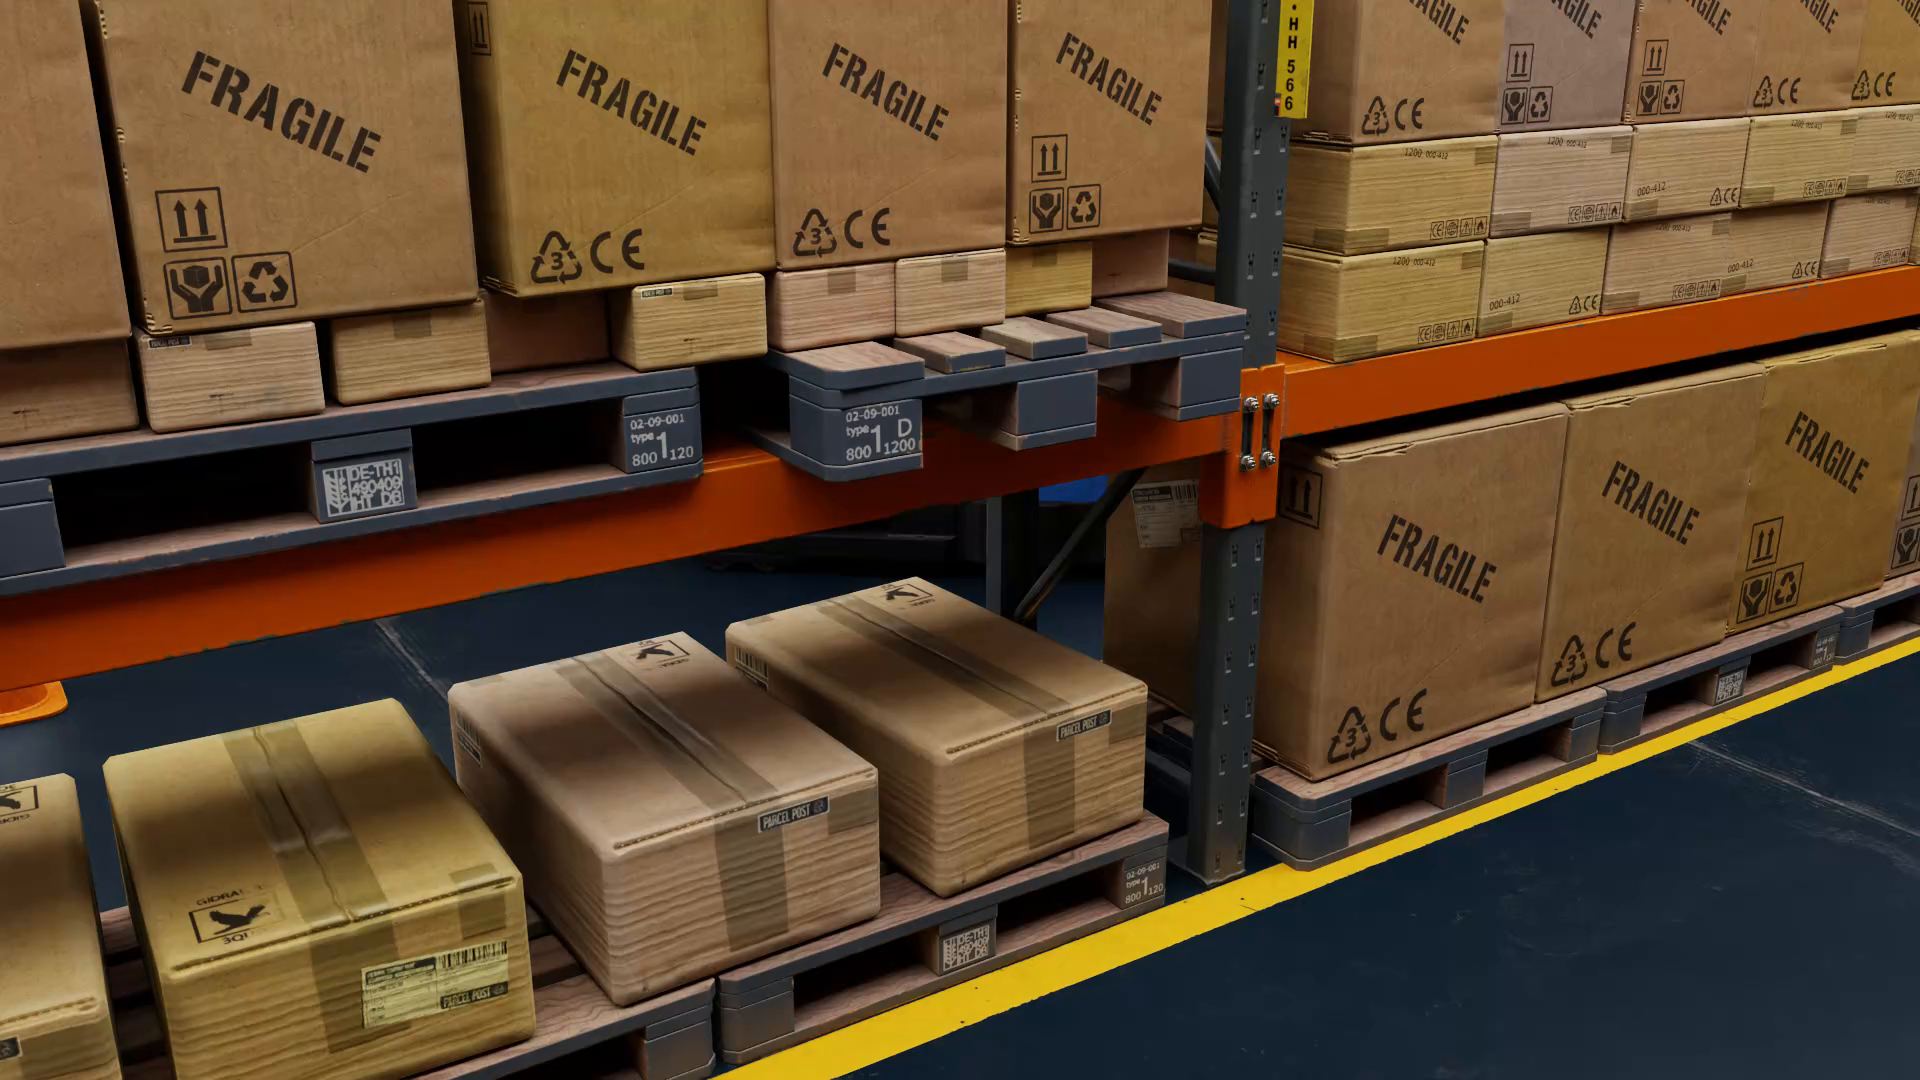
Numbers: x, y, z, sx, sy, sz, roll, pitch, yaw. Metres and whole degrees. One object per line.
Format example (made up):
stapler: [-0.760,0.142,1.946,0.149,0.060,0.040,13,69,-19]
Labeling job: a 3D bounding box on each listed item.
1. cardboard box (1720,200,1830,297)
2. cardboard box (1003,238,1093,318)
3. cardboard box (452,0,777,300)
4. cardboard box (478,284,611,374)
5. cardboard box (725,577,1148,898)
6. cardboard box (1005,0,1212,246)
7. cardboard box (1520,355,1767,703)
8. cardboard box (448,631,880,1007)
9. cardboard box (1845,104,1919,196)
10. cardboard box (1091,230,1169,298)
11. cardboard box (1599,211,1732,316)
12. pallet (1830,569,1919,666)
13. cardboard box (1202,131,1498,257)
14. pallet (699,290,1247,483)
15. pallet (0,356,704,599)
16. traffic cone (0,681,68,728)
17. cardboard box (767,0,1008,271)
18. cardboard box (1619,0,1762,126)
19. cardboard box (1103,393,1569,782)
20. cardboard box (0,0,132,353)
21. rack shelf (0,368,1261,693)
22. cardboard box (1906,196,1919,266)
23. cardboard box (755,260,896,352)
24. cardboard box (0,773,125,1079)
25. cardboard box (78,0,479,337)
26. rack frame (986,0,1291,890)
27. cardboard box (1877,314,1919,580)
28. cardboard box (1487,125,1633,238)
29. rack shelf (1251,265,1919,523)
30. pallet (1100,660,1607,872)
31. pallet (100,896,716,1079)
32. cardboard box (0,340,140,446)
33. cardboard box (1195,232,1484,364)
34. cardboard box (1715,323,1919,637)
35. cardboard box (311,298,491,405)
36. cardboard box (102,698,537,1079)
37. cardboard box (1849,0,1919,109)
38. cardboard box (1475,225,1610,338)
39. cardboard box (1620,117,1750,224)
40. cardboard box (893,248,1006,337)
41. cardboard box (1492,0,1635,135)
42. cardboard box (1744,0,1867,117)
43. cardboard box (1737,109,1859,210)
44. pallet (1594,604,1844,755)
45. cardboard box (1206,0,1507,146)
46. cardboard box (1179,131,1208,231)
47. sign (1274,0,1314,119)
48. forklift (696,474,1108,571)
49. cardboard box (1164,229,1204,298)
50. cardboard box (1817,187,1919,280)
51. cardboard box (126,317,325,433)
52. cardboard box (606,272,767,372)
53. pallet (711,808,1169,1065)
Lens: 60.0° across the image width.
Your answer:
cardboard box: [2.216,-0.913,4.996,0.500,0.250,0.500,-12,22,-31]
cardboard box: [0.070,-0.584,3.525,0.250,0.149,0.380,-12,22,-31]
cardboard box: [-0.675,-0.741,2.977,0.500,0.500,0.500,-14,23,-35]
cardboard box: [-0.832,-0.423,3.048,0.250,0.149,0.380,-12,22,-31]
cardboard box: [-0.079,0.451,4.173,0.625,0.372,0.950,-14,23,-35]
cardboard box: [0.171,-0.924,3.519,0.500,0.500,0.500,-13,22,-33]
cardboard box: [1.768,-0.139,5.135,0.875,0.875,0.875,-12,22,-31]
cardboard box: [-0.691,0.584,3.783,0.625,0.372,0.950,-12,22,-32]
cardboard box: [2.662,-1.236,5.171,0.500,0.250,0.500,-11,22,-30]
cardboard box: [0.254,-0.651,3.722,0.250,0.149,0.380,-11,22,-29]
cardboard box: [1.806,-0.825,4.736,0.500,0.250,0.500,-11,22,-30]
pallet: [3.136,0.081,6.175,1.213,0.211,1.003,-12,22,-31]
cardboard box: [0.957,-0.880,4.119,0.500,0.250,0.500,-12,22,-32]
pallet: [-0.138,-0.446,3.681,1.003,0.211,1.213,-12,22,-31]
pallet: [-1.233,-0.241,3.073,1.213,0.211,1.003,-12,22,-31]
traffic cone: [-2.985,0.304,5.124,0.334,0.463,0.336,-12,22,-31]
cardboard box: [-0.254,-0.830,3.240,0.500,0.500,0.500,-12,22,-32]
cardboard box: [1.794,-1.411,4.517,0.500,0.500,0.500,-11,22,-30]
cardboard box: [1.021,0.017,4.673,0.875,0.875,0.875,-12,22,-32]
cardboard box: [-1.555,-0.552,2.417,0.500,0.500,0.500,-12,22,-32]
rack shelf: [-1.272,0.002,3.179,4.000,0.370,1.077,-12,22,-31]
cardboard box: [3.077,-1.089,5.517,0.500,0.250,0.500,-12,22,-32]
cardboard box: [-0.331,-0.485,3.234,0.250,0.149,0.380,-13,23,-34]
cardboard box: [-1.907,0.839,3.028,0.625,0.372,0.950,-10,21,-28]
cardboard box: [-1.132,-0.645,2.693,0.500,0.500,0.500,-13,23,-34]
rack frame: [0.398,-0.691,4.106,0.127,3.000,1.000,-12,22,-31]
cardboard box: [3.265,-0.458,6.077,0.875,0.875,0.875,-11,22,-30]
cardboard box: [1.389,-0.971,4.387,0.500,0.250,0.500,-11,22,-30]
rack shelf: [2.068,-0.703,5.263,4.000,0.370,1.077,-12,22,-31]
pallet: [1.098,0.511,4.904,1.213,0.211,1.003,-12,22,-31]
pallet: [-1.273,0.980,3.515,1.213,0.211,1.003,-12,22,-31]
cardboard box: [-1.454,-0.269,2.593,0.250,0.149,0.380,-12,22,-31]
cardboard box: [0.945,-0.639,4.186,0.500,0.250,0.500,-12,22,-32]
cardboard box: [2.515,-0.297,5.600,0.875,0.875,0.875,-11,22,-30]
cardboard box: [-0.997,-0.357,2.852,0.250,0.149,0.380,-13,22,-33]
cardboard box: [-1.328,0.716,3.392,0.625,0.372,0.950,-11,22,-30]
cardboard box: [2.642,-1.594,5.059,0.500,0.500,0.500,-11,22,-30]
cardboard box: [1.364,-0.734,4.468,0.500,0.250,0.500,-13,22,-33]
cardboard box: [1.812,-1.056,4.637,0.500,0.250,0.500,-12,22,-32]
cardboard box: [-0.116,-0.528,3.359,0.250,0.149,0.380,-12,22,-32]
cardboard box: [1.353,-1.324,4.260,0.500,0.500,0.500,-12,22,-31]
cardboard box: [2.217,-1.499,4.777,0.500,0.500,0.500,-12,22,-31]
cardboard box: [2.243,-1.141,4.891,0.500,0.250,0.500,-11,22,-30]
pallet: [2.116,0.297,5.536,1.213,0.211,1.003,-12,22,-31]
cardboard box: [0.945,-1.234,3.994,0.500,0.500,0.500,-13,22,-33]
cardboard box: [0.663,-1.010,4.504,0.500,0.250,0.500,-12,22,-32]
sign: [0.704,-1.059,3.509,0.005,0.325,0.100,-12,22,-31]
forklift: [-0.596,-1.436,6.417,3.031,2.935,1.130,2,19,6]
cardboard box: [0.678,-0.779,4.599,0.500,0.250,0.500,-13,23,-33]
cardboard box: [2.645,-1.005,5.269,0.500,0.250,0.500,-13,22,-33]
cardboard box: [-1.203,-0.302,2.690,0.250,0.149,0.380,-11,22,-29]
cardboard box: [-0.553,-0.433,3.079,0.250,0.149,0.380,-11,22,-30]
pallet: [-0.255,0.767,4.147,1.213,0.211,1.003,-12,22,-31]
